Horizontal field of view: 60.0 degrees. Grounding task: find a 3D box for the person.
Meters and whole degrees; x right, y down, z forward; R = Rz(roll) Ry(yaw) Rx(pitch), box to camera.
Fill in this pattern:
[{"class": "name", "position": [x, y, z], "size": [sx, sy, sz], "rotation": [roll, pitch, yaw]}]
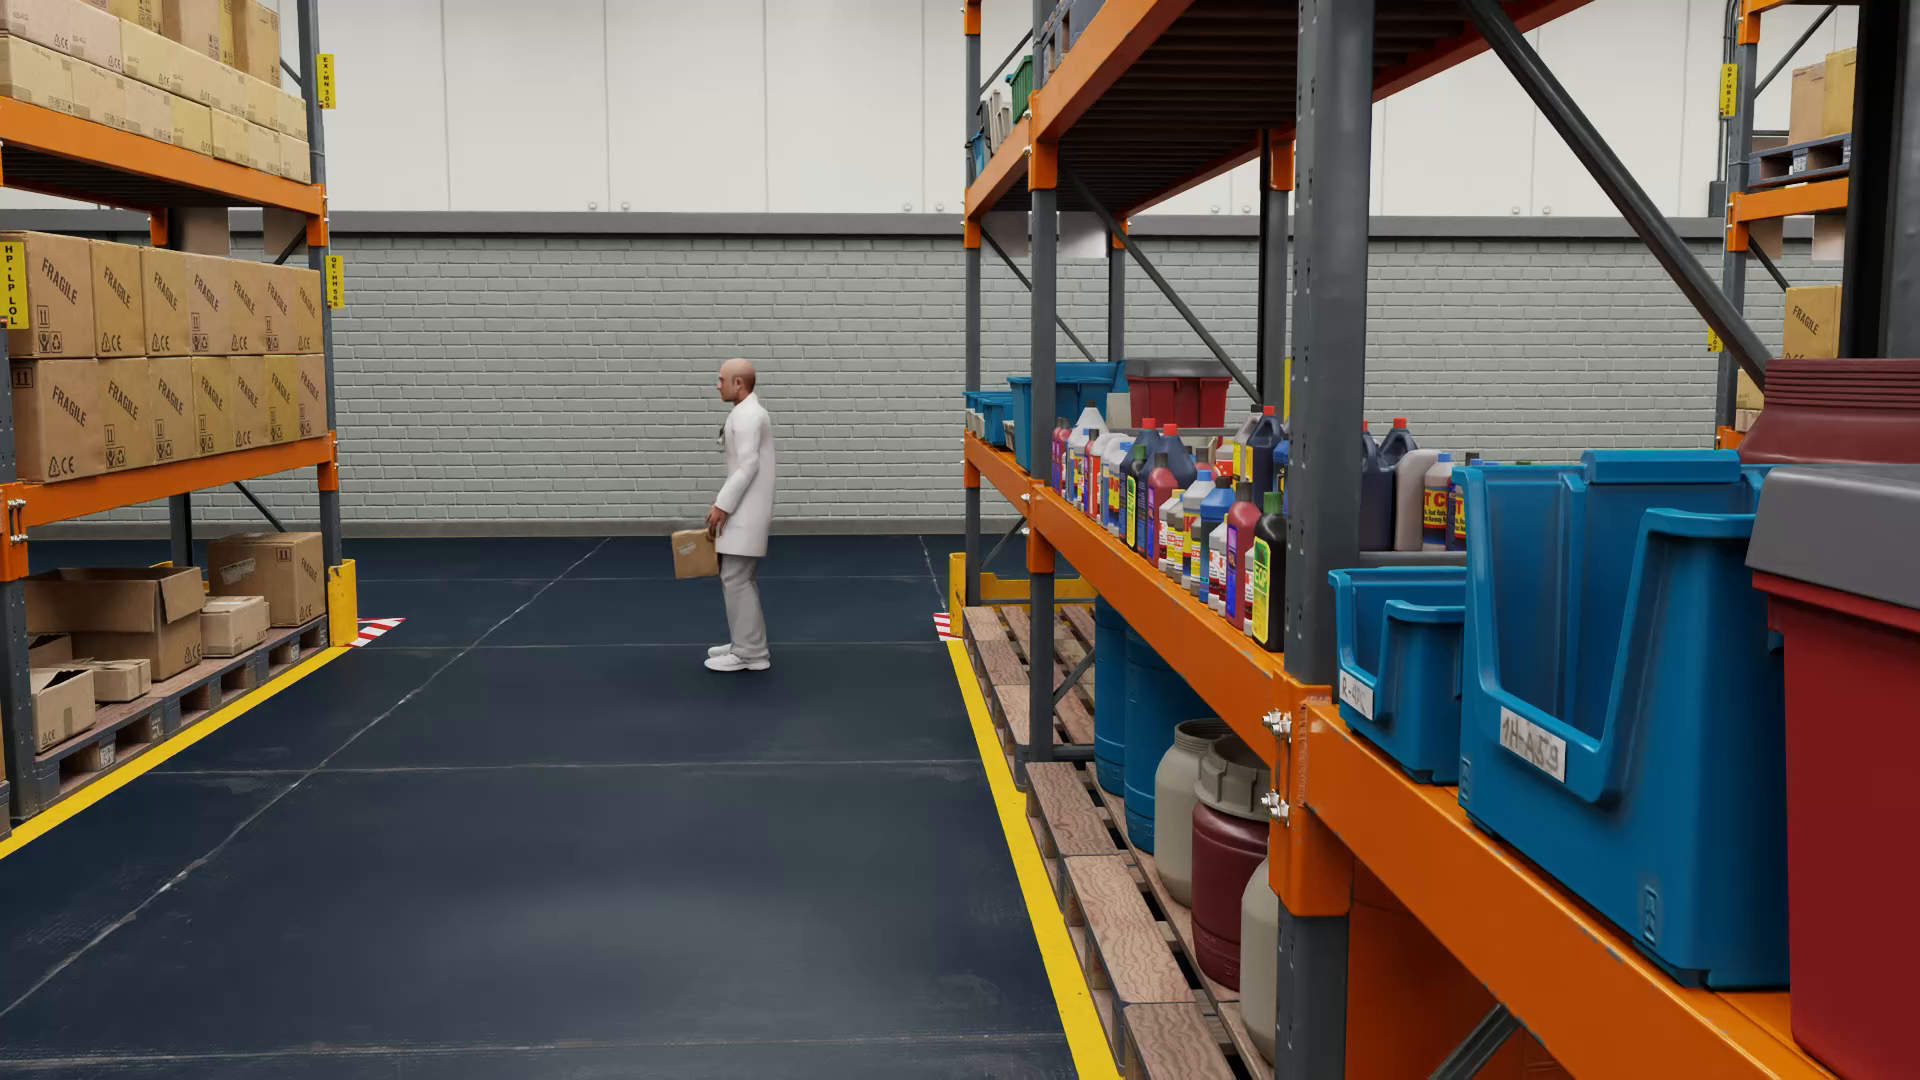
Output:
[{"class": "person", "position": [-1.265, -0.152, 9.567], "size": [0.424, 1.779, 0.586], "rotation": [-1, 7, -5]}]
